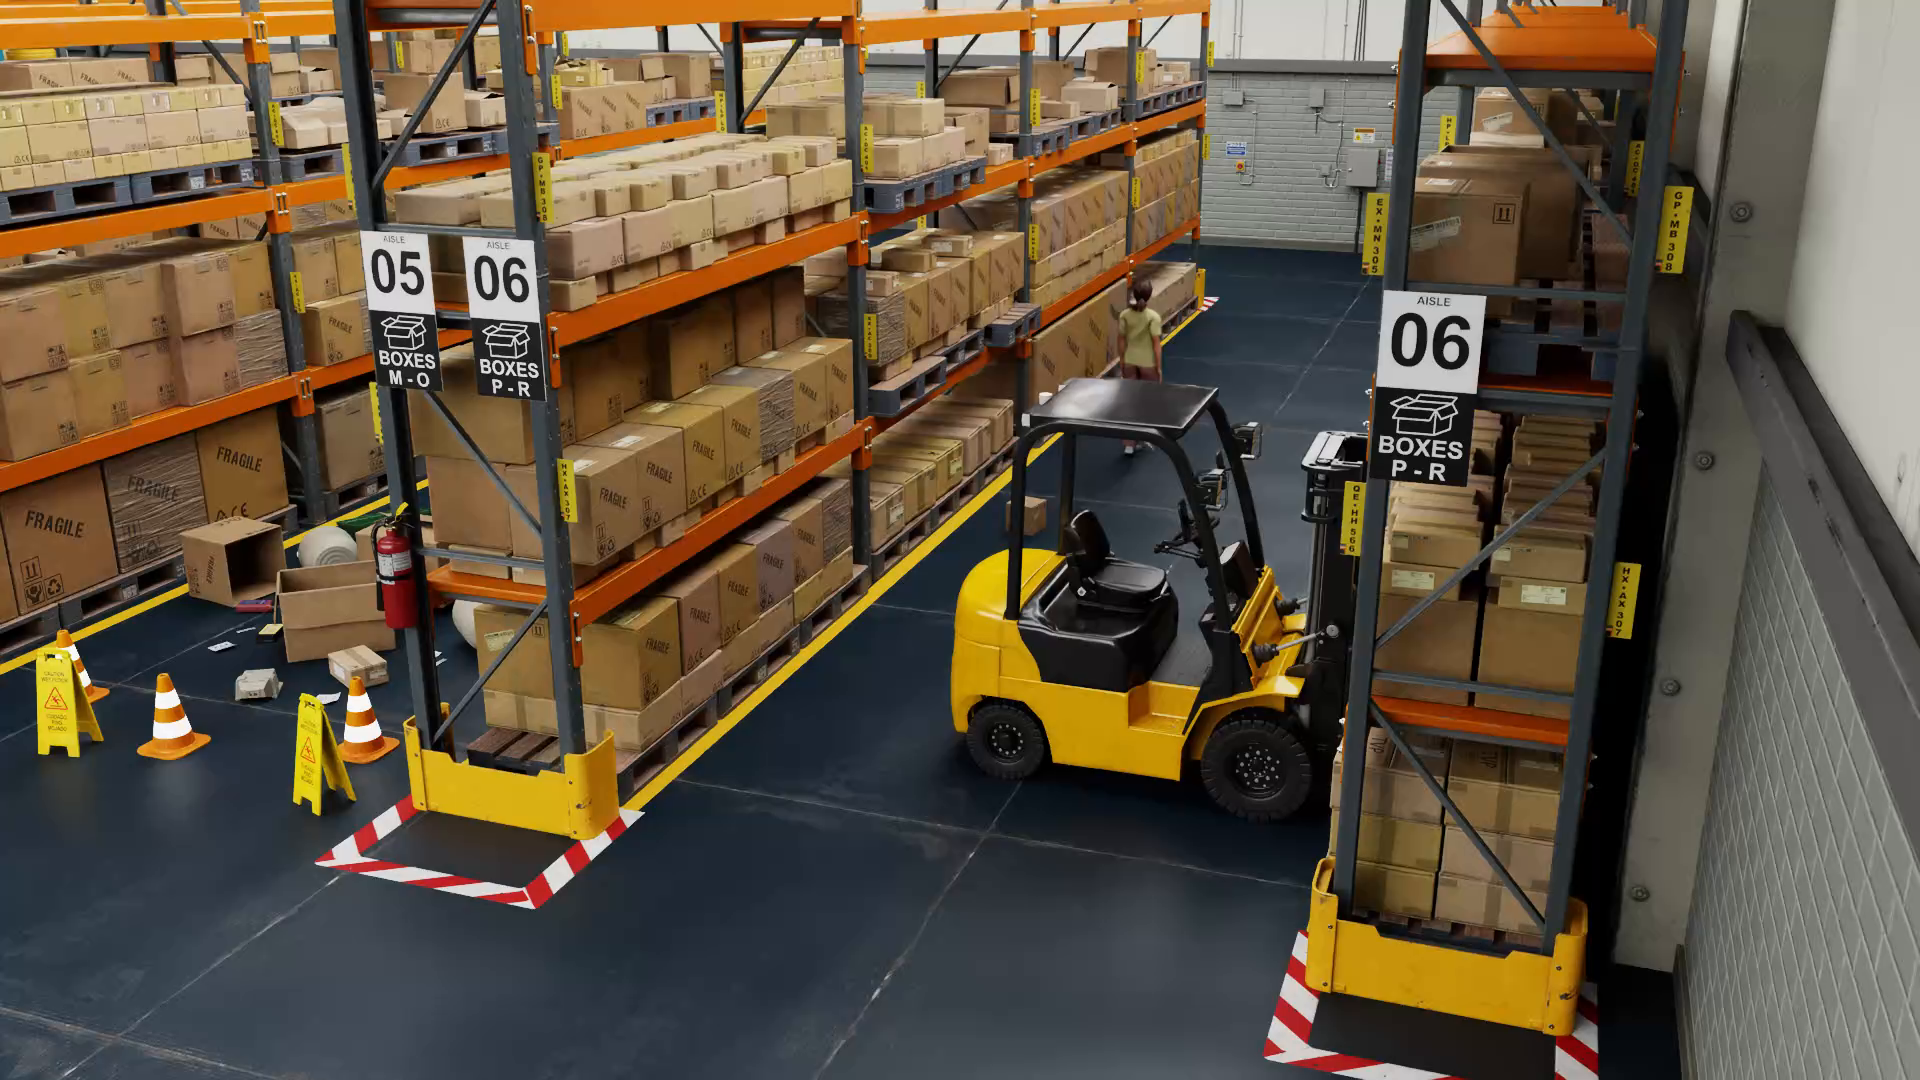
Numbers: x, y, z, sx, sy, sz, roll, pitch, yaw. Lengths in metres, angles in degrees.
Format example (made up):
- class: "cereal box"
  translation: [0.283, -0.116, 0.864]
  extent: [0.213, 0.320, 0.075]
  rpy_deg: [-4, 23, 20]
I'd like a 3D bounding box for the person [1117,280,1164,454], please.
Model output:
- class: "person"
  translation: [1.737, -1.660, 15.915]
  extent: [0.468, 1.682, 0.462]
  rpy_deg: [7, 20, 20]
